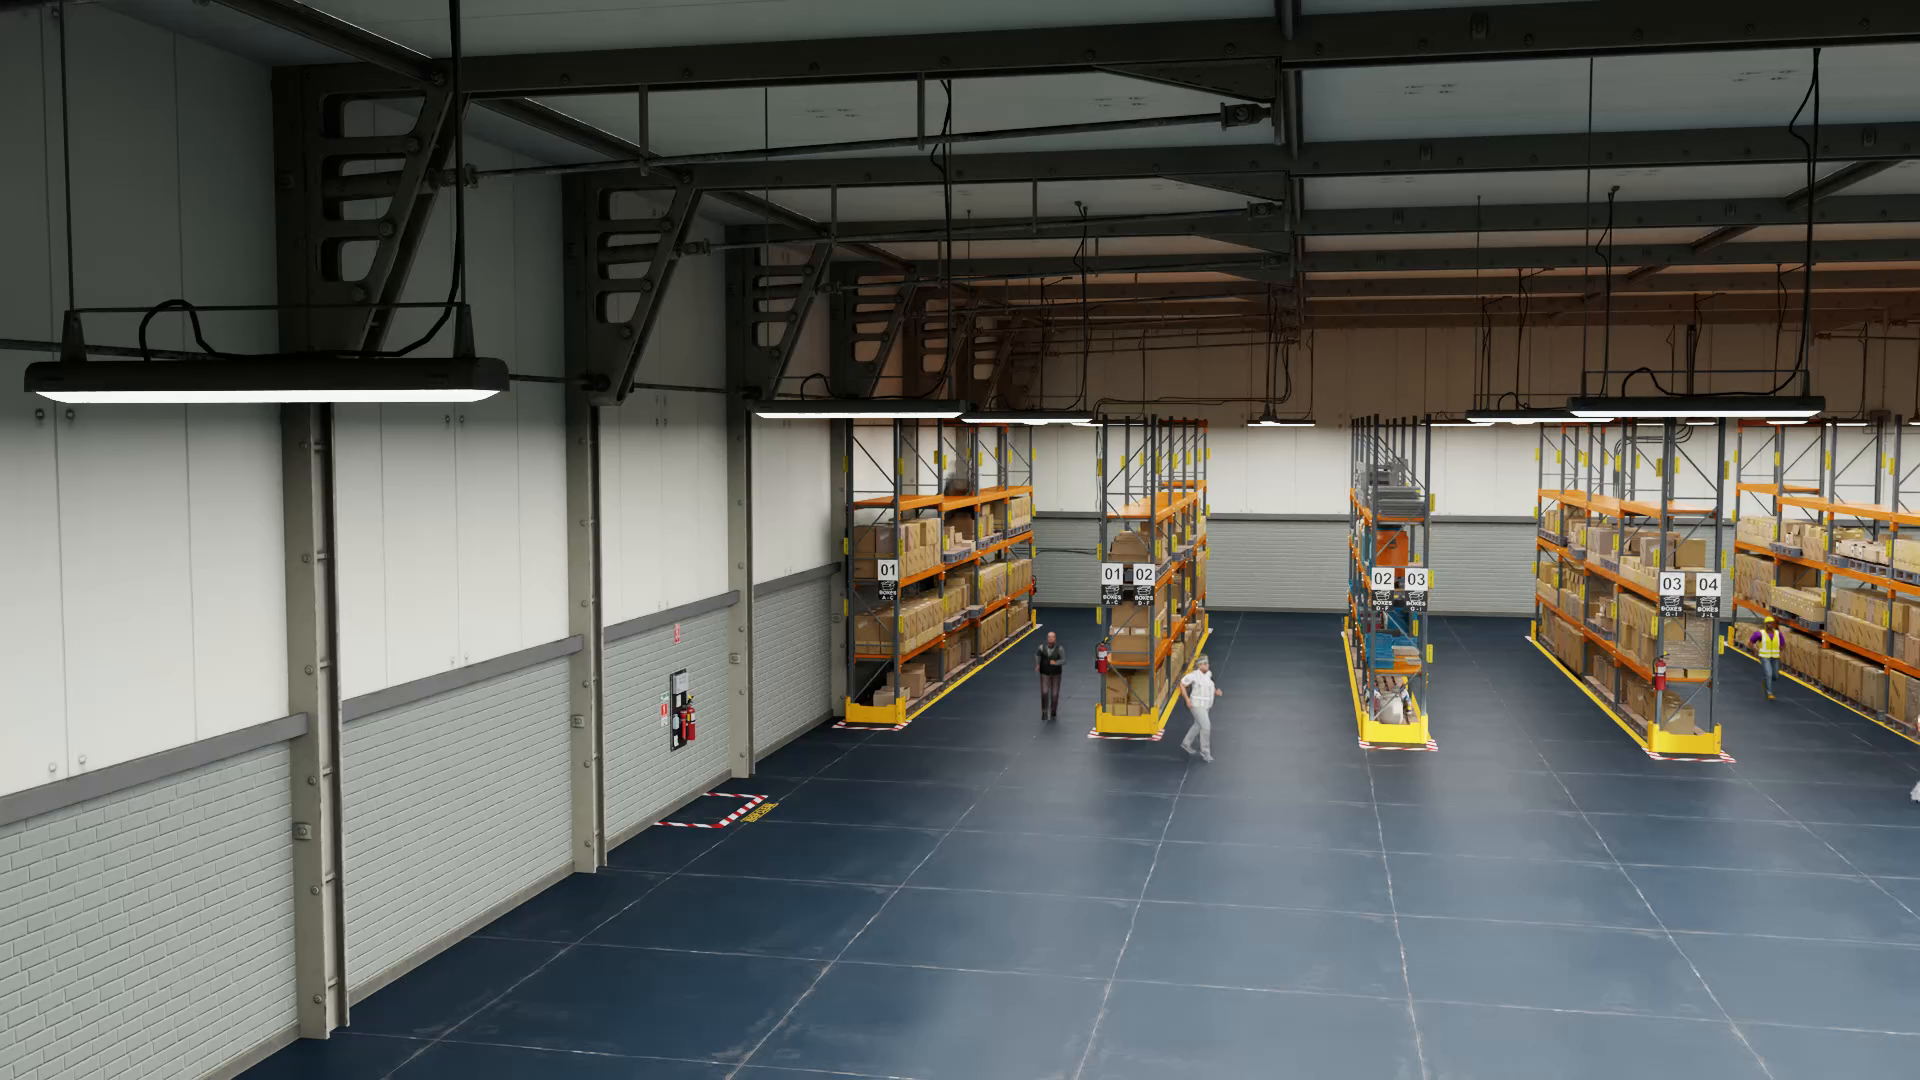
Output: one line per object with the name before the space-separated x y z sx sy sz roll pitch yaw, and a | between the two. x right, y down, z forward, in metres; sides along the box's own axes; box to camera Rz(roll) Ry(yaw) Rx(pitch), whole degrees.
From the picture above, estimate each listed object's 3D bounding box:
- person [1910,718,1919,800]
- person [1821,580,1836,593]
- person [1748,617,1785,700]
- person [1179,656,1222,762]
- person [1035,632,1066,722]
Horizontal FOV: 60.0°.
person | 14.863 3.169 25.218 0.741 1.757 0.682 4 5 44
person | 23.258 1.860 44.721 0.822 1.809 0.657 1 4 9
person | 17.195 2.500 35.378 0.714 1.739 0.846 0 4 4
person | 4.188 2.917 28.987 0.816 1.842 0.645 3 5 40
person | 1.779 2.691 32.722 0.627 1.768 0.731 0 4 3
